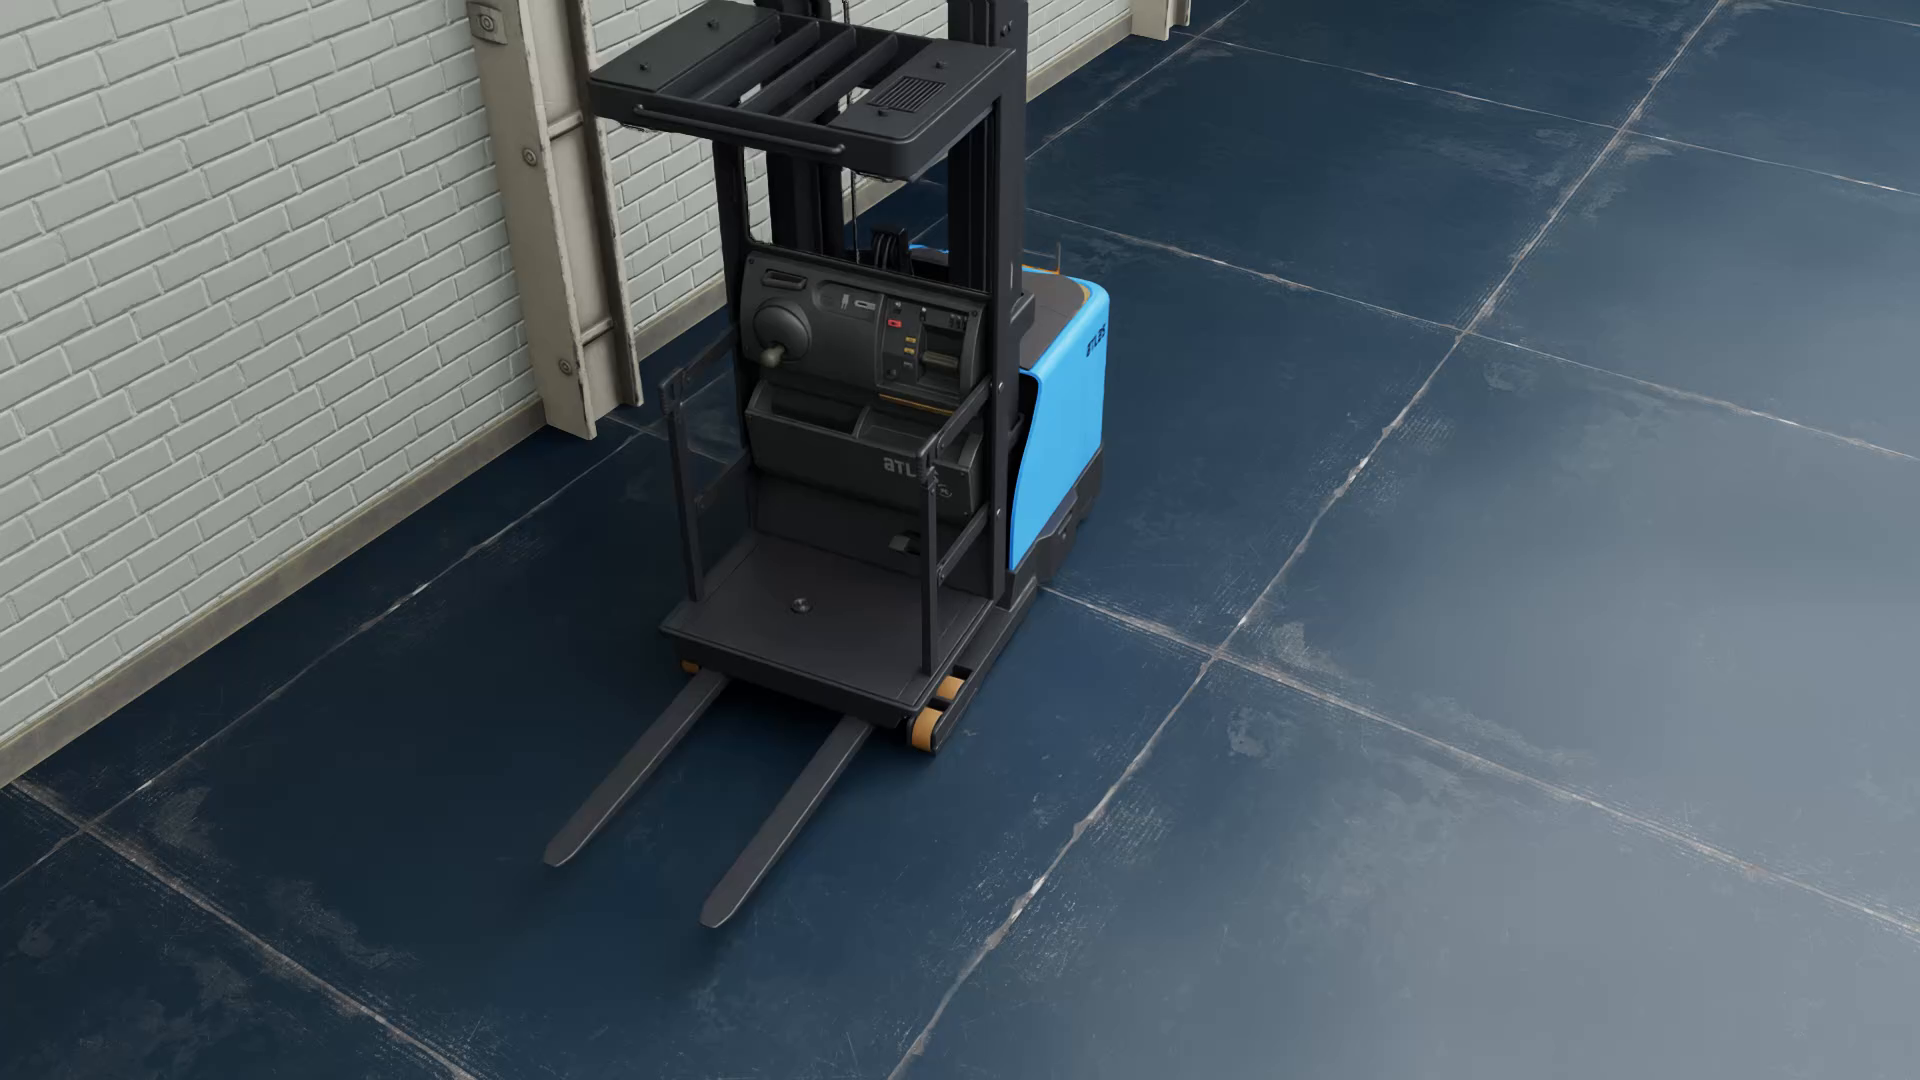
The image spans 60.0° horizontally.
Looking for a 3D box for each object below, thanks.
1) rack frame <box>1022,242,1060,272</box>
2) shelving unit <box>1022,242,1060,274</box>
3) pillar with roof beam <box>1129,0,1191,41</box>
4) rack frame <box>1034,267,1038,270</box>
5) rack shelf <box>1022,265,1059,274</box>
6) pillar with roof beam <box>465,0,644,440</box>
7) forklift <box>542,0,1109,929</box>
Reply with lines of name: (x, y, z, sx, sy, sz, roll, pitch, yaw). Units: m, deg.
rack frame: (0.342, -0.896, 7.552, 0.200, 1.050, 0.008, 16, 40, 19)
shelving unit: (0.291, -0.828, 7.464, 0.215, 1.050, 0.252, 16, 40, 19)
pillar with roof beam: (5.075, -5.871, 7.496, 9.100, 9.000, 0.400, 21, 42, 25)
rack frame: (0.239, -0.760, 7.376, 0.200, 1.050, 0.008, 16, 40, 19)
rack shelf: (0.291, -1.044, 7.297, 0.215, 0.259, 0.240, 16, 40, 19)
pillar with roof beam: (1.860, -2.778, 3.483, 9.100, 9.000, 0.400, 21, 42, 25)
forklift: (-0.446, -0.673, 5.722, 1.130, 2.935, 3.031, 16, 40, 19)
